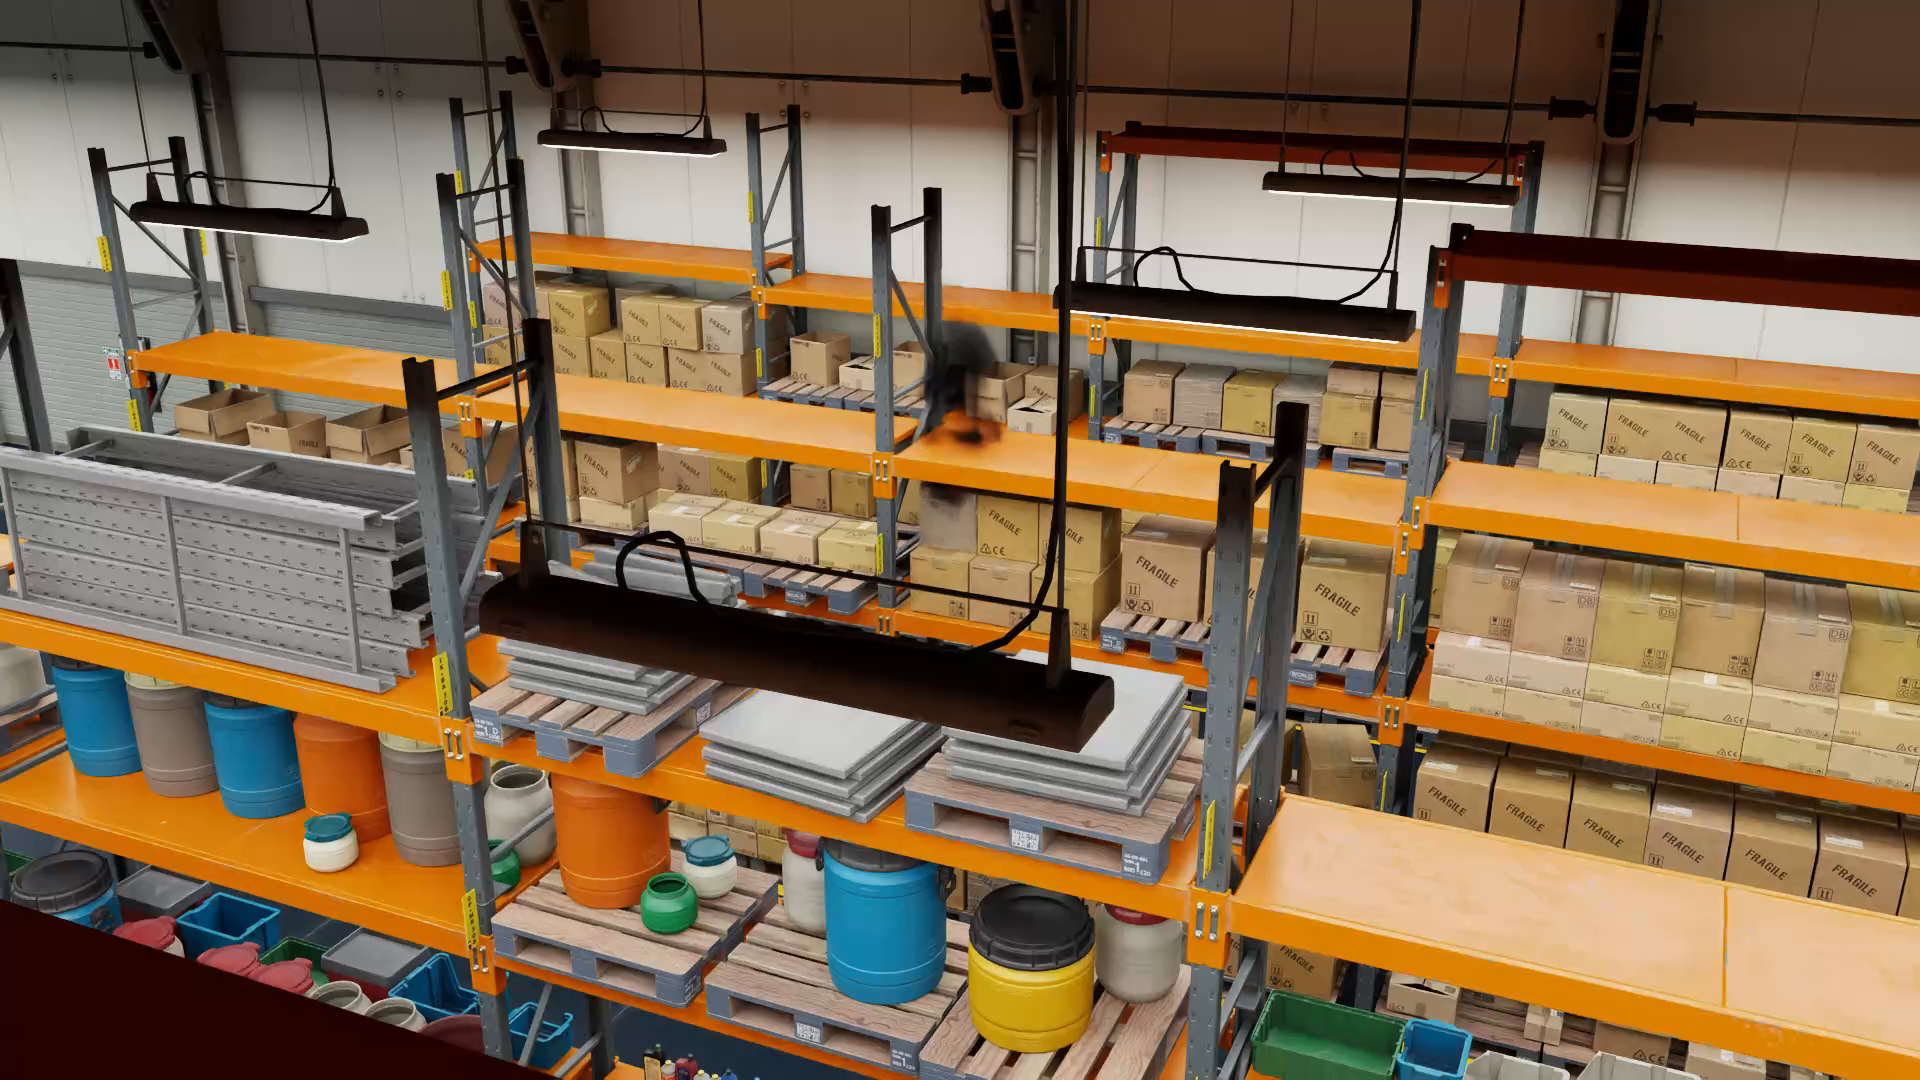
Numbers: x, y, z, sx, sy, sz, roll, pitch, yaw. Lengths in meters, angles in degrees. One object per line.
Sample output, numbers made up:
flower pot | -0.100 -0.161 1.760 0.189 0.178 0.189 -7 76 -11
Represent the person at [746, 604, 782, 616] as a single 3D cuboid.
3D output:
person | -2.045 1.018 17.534 0.883 1.720 0.589 2 21 5
